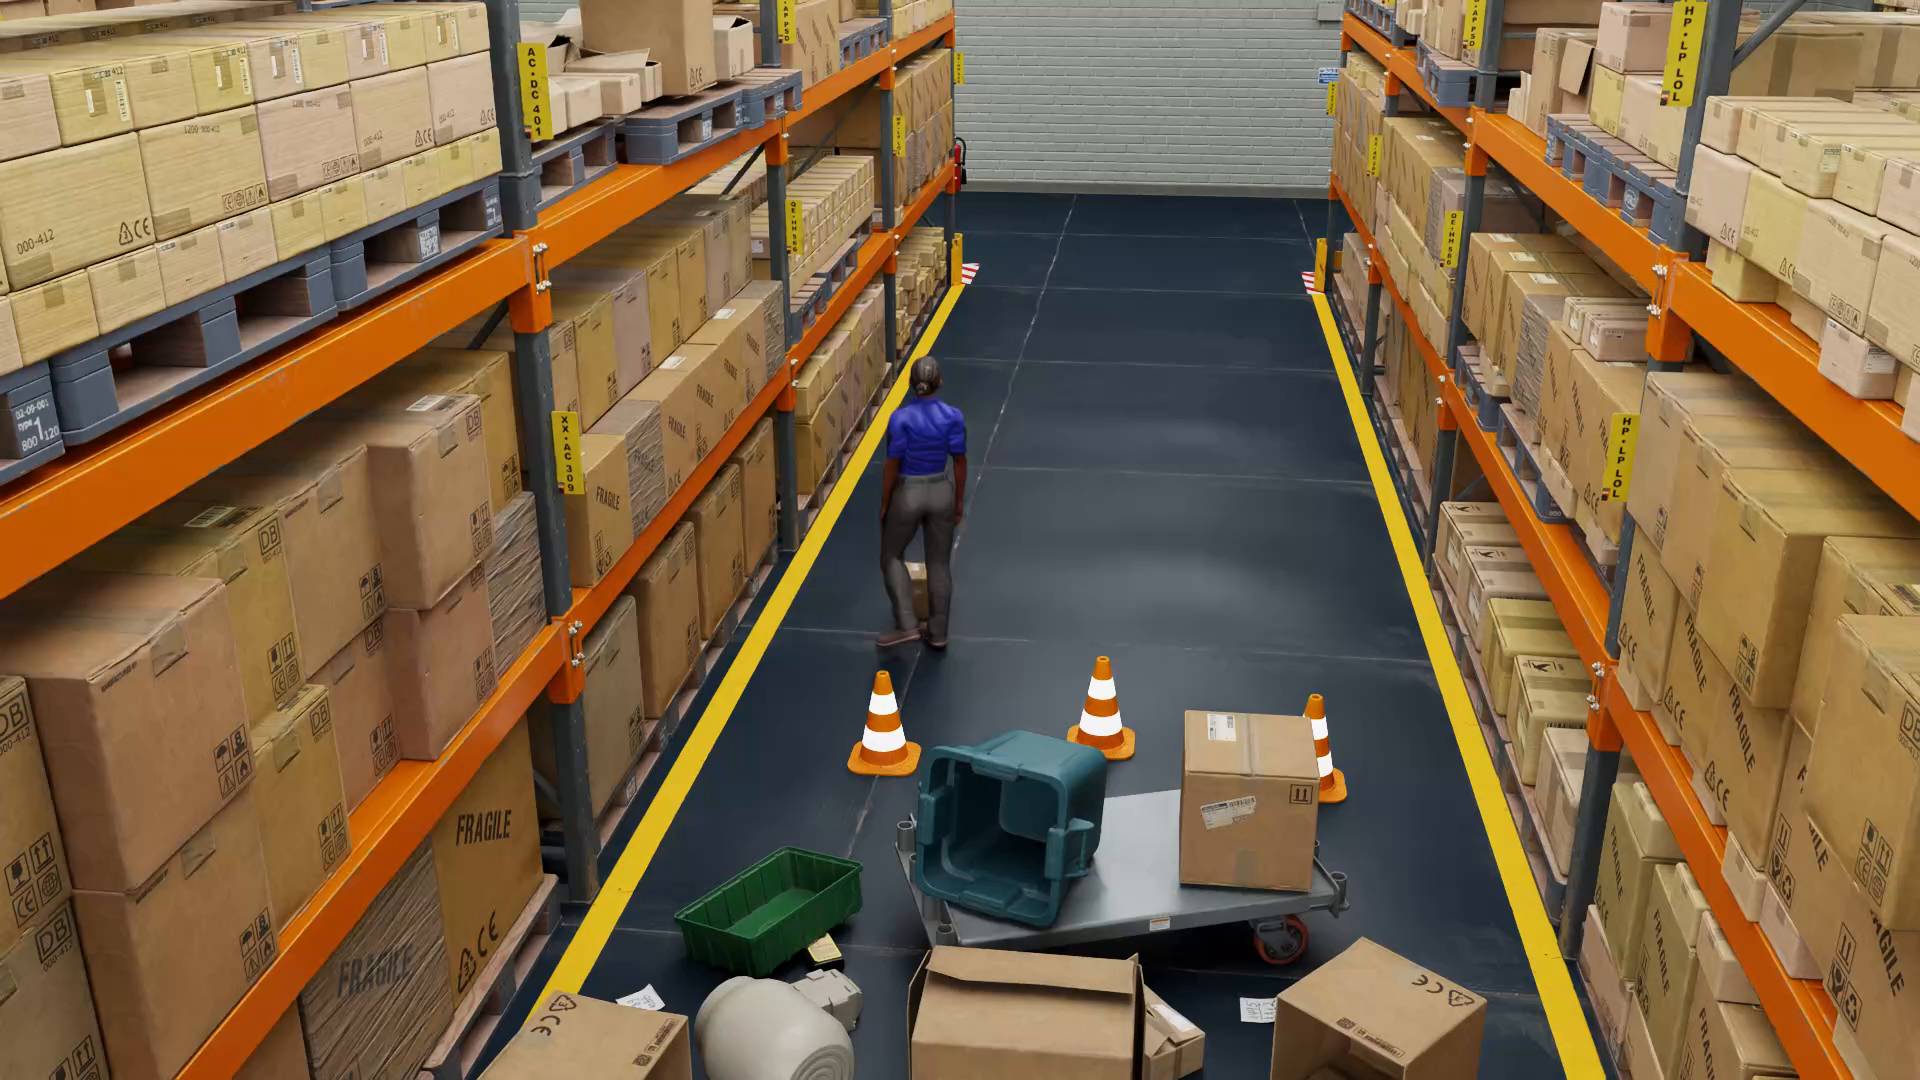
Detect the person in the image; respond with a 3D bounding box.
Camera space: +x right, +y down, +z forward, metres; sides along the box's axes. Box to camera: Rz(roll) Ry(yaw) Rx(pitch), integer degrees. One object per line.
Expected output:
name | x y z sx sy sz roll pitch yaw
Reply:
person | -0.218 -0.189 9.043 0.523 1.645 0.364 -6 22 -16
